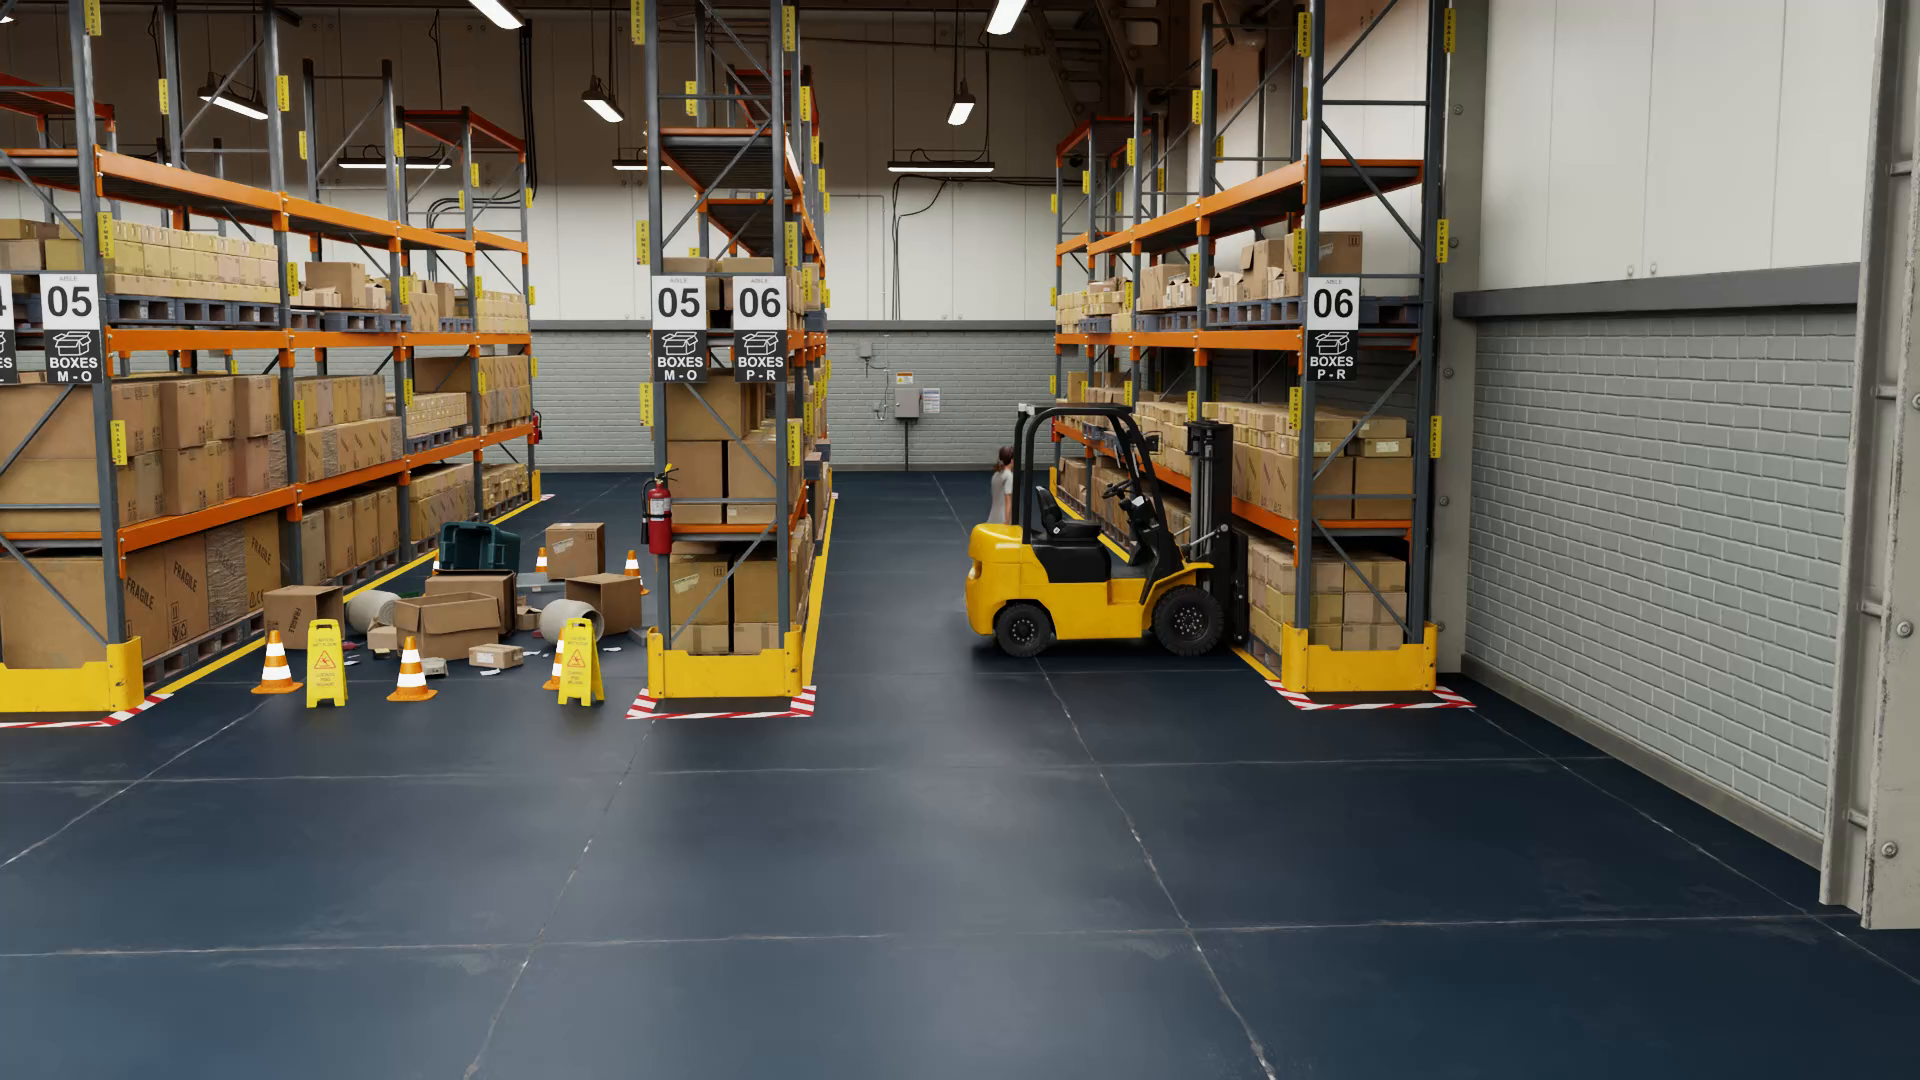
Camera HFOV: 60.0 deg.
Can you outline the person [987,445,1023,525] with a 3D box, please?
[{"bbox_3d":[0.408,-0.098,16.628,0.540,1.688,0.472,-5,9,-35],"label":"person"}]
